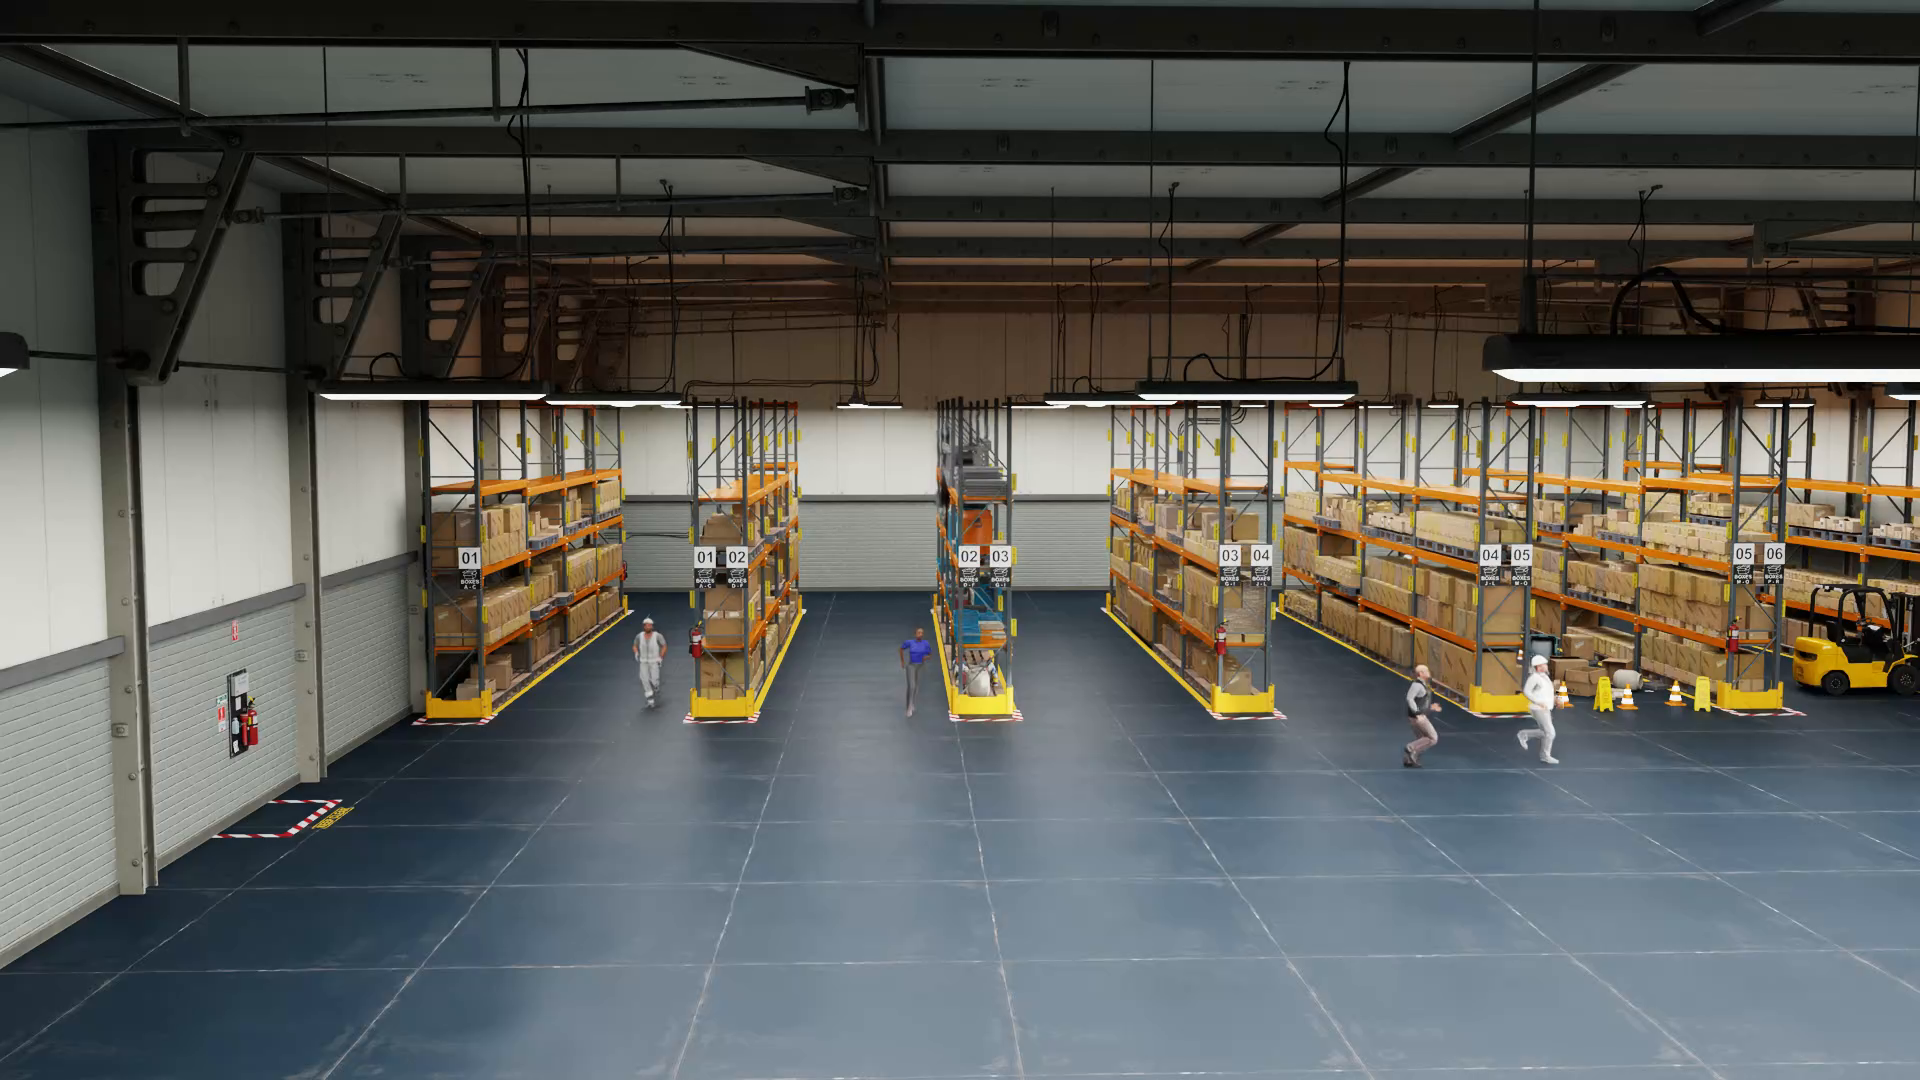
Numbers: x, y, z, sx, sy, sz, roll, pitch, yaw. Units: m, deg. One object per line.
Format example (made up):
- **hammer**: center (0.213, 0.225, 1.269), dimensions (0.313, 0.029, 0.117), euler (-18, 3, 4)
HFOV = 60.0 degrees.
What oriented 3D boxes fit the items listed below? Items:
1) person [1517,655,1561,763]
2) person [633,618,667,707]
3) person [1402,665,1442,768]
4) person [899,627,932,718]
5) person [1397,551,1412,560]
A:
- **person**: center (9.470, 2.762, 27.263), dimensions (0.728, 1.749, 0.661), euler (3, 6, 38)
- **person**: center (-6.011, 2.376, 32.161), dimensions (0.660, 1.746, 0.618), euler (0, 4, 2)
- **person**: center (7.412, 2.832, 26.662), dimensions (0.591, 1.663, 0.603), euler (1, 5, 18)
- **person**: center (-0.829, 2.485, 31.520), dimensions (0.585, 1.700, 0.759), euler (-1, 5, -18)
- **person**: center (13.084, 1.059, 49.230), dimensions (0.732, 1.823, 0.695), euler (0, 4, -2)
